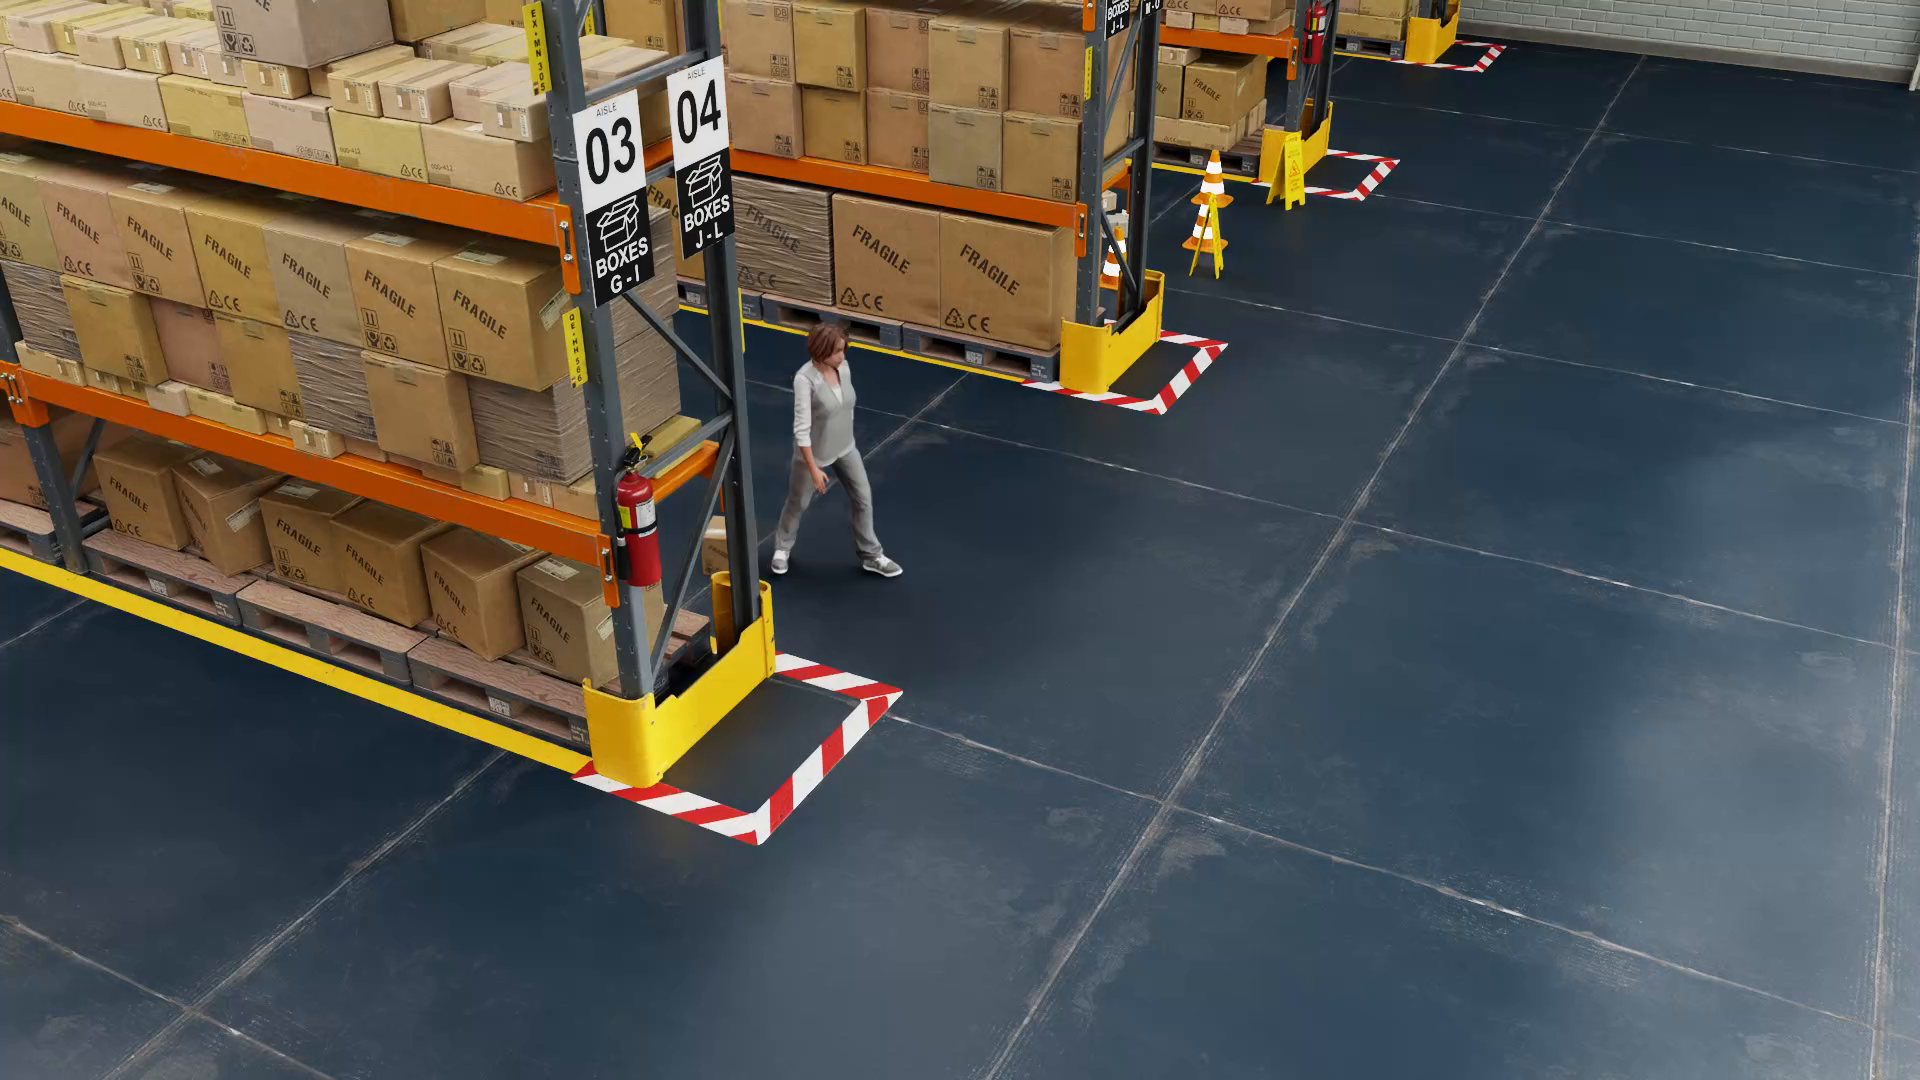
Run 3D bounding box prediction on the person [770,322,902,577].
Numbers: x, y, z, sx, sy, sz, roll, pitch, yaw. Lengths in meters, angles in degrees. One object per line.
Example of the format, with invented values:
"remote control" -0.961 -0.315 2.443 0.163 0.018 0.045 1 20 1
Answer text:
"person" -0.745 -0.474 9.159 0.554 1.510 0.690 -26 39 -36
